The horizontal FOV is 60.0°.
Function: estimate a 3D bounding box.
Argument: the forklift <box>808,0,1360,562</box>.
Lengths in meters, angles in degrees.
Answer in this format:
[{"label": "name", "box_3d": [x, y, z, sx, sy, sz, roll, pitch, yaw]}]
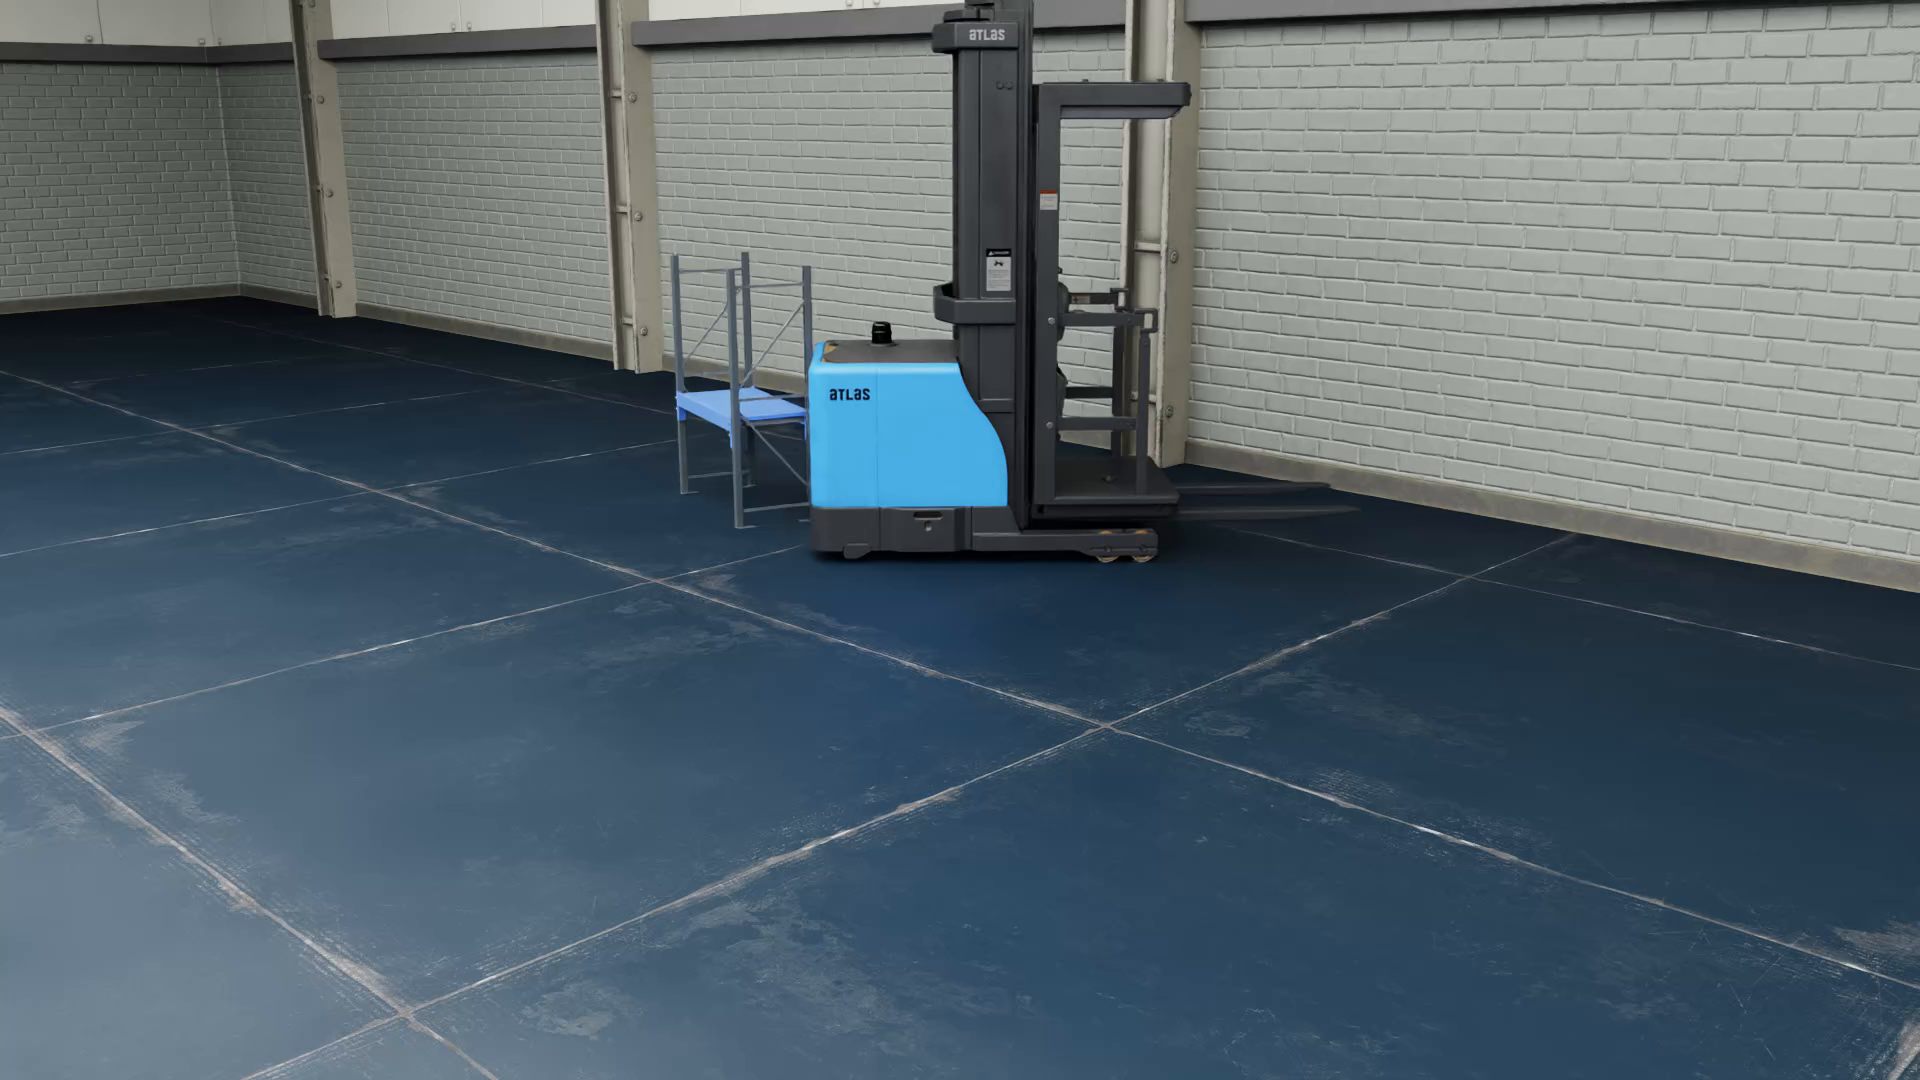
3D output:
[{"label": "forklift", "box_3d": [0.683, -1.433, 9.121, 3.031, 2.935, 1.130, -1, 15, -2]}]

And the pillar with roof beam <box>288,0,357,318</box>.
[{"label": "pillar with roof beam", "box_3d": [-10.304, -6.219, 15.453, 0.400, 9.000, 9.100, 14, 20, 42]}]

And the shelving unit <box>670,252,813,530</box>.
[{"label": "shelving unit", "box_3d": [-1.313, -0.930, 10.028, 0.538, 1.500, 1.048, -7, 16, -26]}]

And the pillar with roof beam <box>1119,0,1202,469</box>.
[{"label": "pillar with roof beam", "box_3d": [-1.666, -4.119, 7.393, 0.400, 9.000, 9.100, 14, 20, 42]}]

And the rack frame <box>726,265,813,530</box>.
[{"label": "rack frame", "box_3d": [-1.081, -0.816, 9.591, 0.500, 1.500, 0.032, -7, 16, -26]}]

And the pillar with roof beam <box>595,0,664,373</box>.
[{"label": "pillar with roof beam", "box_3d": [-5.985, -5.169, 11.423, 0.400, 9.000, 9.100, 14, 20, 42]}]

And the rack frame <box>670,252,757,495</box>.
[{"label": "rack frame", "box_3d": [-1.545, -1.044, 10.466, 0.500, 1.500, 0.032, -7, 16, -26]}]

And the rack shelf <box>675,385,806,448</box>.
[{"label": "rack shelf", "box_3d": [-1.313, -0.756, 10.074, 0.538, 0.185, 1.000, -7, 16, -26]}]
